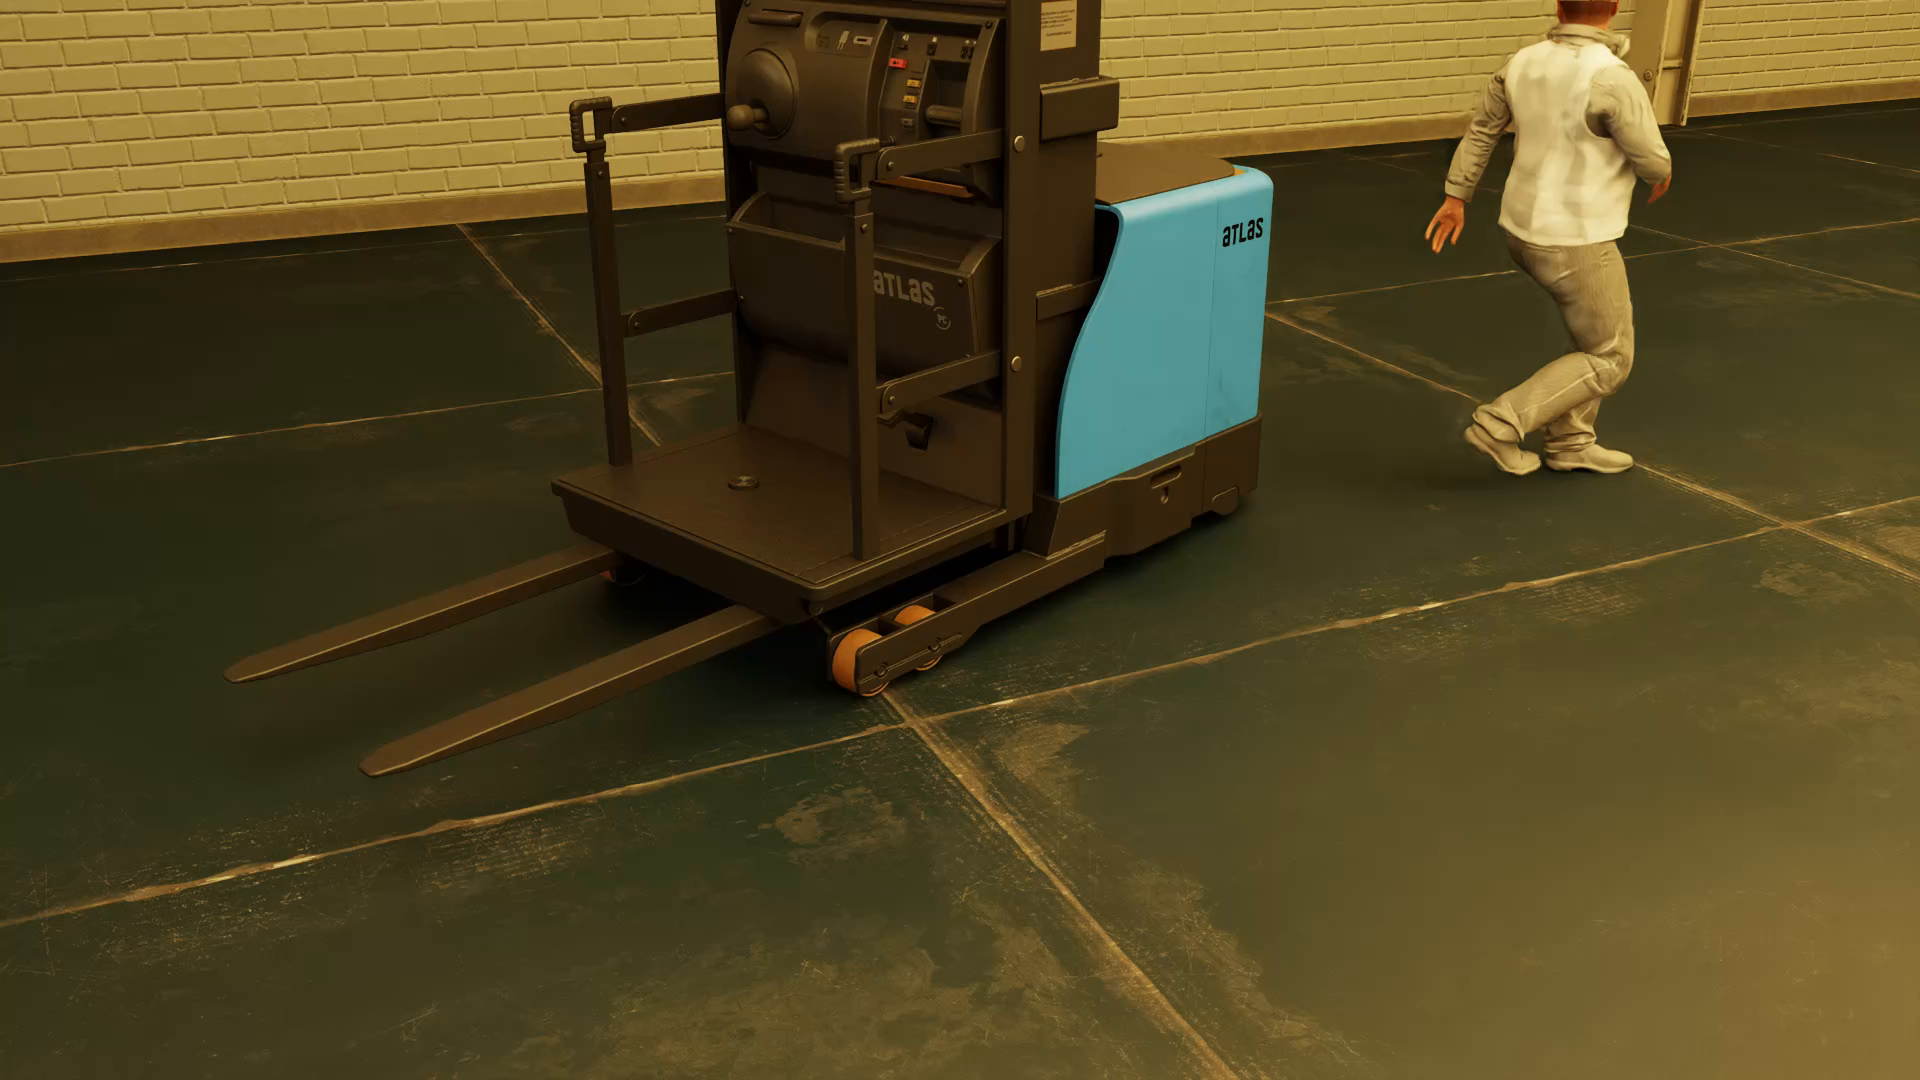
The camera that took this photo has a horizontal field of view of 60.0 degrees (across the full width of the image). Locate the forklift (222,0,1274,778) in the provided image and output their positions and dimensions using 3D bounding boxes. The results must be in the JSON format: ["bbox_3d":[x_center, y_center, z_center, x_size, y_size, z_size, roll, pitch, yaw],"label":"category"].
[{"bbox_3d":[-0.413,-1.182,4.131,1.130,2.935,3.031,19,29,39],"label":"forklift"}]

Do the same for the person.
[{"bbox_3d":[1.950,-1.021,5.362,0.714,1.702,0.624,-2,23,-5],"label":"person"}]
